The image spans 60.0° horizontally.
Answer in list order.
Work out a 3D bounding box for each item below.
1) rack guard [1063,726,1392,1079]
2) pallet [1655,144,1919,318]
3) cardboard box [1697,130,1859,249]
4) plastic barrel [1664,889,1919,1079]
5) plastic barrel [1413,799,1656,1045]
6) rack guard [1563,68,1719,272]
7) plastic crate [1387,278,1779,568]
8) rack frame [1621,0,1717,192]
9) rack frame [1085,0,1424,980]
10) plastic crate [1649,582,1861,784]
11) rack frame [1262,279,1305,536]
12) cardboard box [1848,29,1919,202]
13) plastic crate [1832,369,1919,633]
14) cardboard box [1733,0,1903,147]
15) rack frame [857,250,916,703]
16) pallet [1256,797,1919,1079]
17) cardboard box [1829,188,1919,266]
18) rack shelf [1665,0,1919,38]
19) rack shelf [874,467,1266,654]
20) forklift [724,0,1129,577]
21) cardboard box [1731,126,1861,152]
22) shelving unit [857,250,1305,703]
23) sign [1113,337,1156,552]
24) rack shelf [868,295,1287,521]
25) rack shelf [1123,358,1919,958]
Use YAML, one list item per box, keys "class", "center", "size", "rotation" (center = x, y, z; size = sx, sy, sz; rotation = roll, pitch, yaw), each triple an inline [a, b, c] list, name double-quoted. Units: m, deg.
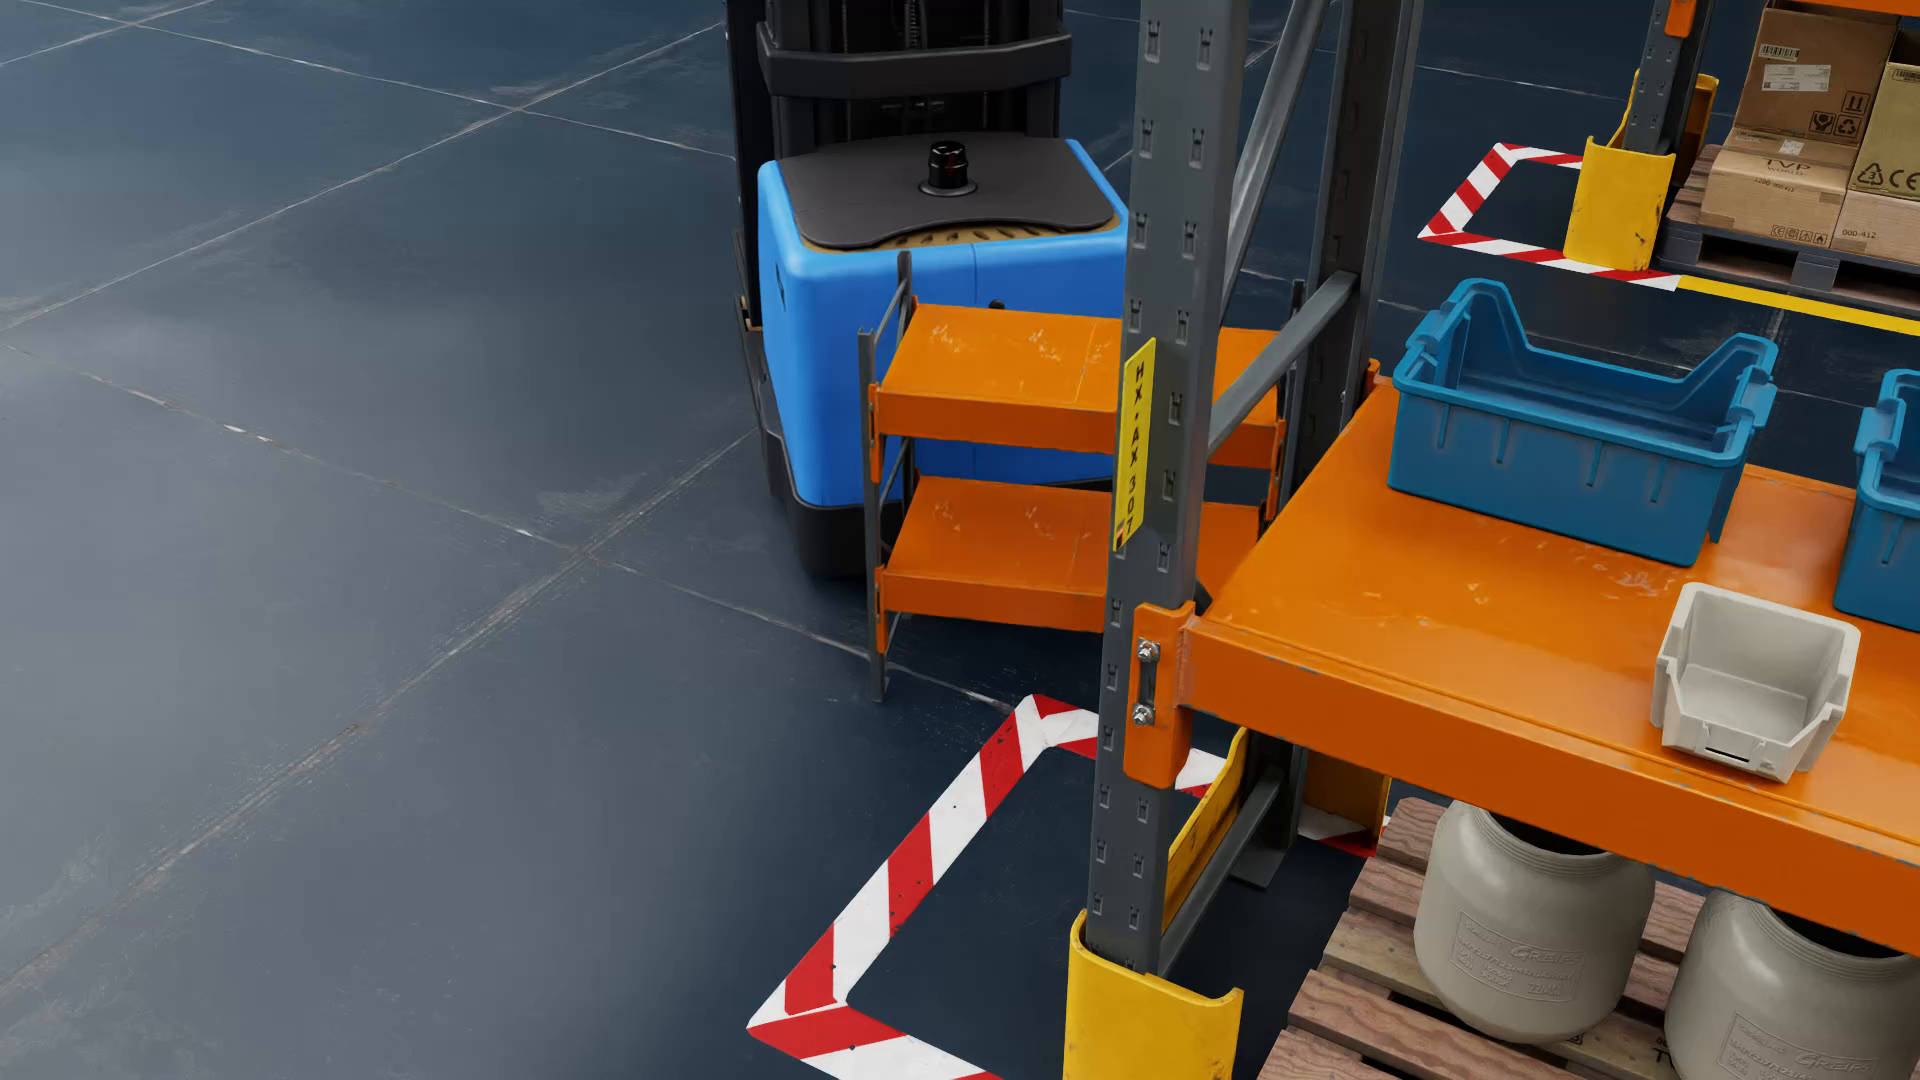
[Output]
- class: "rack guard"
  center: [0.628, 0.750, 3.672]
  size: [0.348, 0.500, 1.175]
  rotation: [18, 37, 24]
- class: "pallet"
  center: [3.685, -1.320, 7.042]
  size: [1.213, 0.211, 1.003]
  rotation: [18, 37, 24]
- class: "cardboard box"
  center: [3.355, -1.447, 6.818]
  size: [0.500, 0.250, 0.500]
  rotation: [18, 37, 24]
- class: "plastic barrel"
  center: [1.583, 0.854, 3.126]
  size: [0.421, 0.512, 0.421]
  rotation: [0, 34, 0]
- class: "plastic barrel"
  center: [1.148, 0.717, 3.333]
  size: [0.421, 0.512, 0.421]
  rotation: [0, 34, 0]
- class: "rack guard"
  center: [2.979, -1.637, 7.257]
  size: [0.348, 0.500, 1.175]
  rotation: [18, 37, 24]
- class: "plastic crate"
  center: [1.122, -0.233, 3.027]
  size: [0.616, 0.251, 0.499]
  rotation: [18, 37, 24]
- class: "rack frame"
  center: [3.000, -2.671, 6.555]
  size: [0.127, 3.000, 1.000]
  rotation: [18, 37, 24]
- class: "rack frame"
  center: [0.539, -0.288, 2.977]
  size: [0.127, 3.000, 1.000]
  rotation: [18, 37, 24]
- class: "plastic crate"
  center: [1.156, 0.222, 2.448]
  size: [0.250, 0.136, 0.298]
  rotation: [18, 37, 24]
- class: "rack frame"
  center: [0.815, -0.057, 4.320]
  size: [0.032, 1.125, 0.500]
  rotation: [6, 34, 8]
- class: "cardboard box"
  center: [3.790, -1.622, 6.405]
  size: [0.500, 0.500, 0.500]
  rotation: [18, 37, 24]
- class: "plastic crate"
  center: [1.683, -0.051, 2.755]
  size: [0.408, 0.251, 0.499]
  rotation: [18, 37, 24]
- class: "cardboard box"
  center: [3.613, -2.009, 6.986]
  size: [0.500, 0.500, 0.500]
  rotation: [18, 37, 24]
- class: "rack frame"
  center: [-0.186, -0.156, 4.470]
  size: [0.032, 1.125, 0.500]
  rotation: [6, 34, 8]
- class: "pallet"
  center: [1.331, 1.097, 3.413]
  size: [1.213, 0.211, 1.003]
  rotation: [18, 37, 24]
- class: "cardboard box"
  center: [3.791, -1.311, 6.614]
  size: [0.500, 0.250, 0.500]
  rotation: [18, 37, 24]
- class: "rack shelf"
  center: [4.736, -1.821, 5.928]
  size: [4.000, 0.370, 1.077]
  rotation: [18, 37, 24]
- class: "rack shelf"
  center: [0.315, 0.097, 4.531]
  size: [1.000, 0.278, 0.538]
  rotation: [6, 34, 8]
- class: "forklift"
  center: [-0.257, -1.920, 5.488]
  size: [1.130, 2.935, 3.031]
  rotation: [-6, 34, -10]
- class: "cardboard box"
  center: [3.612, -1.696, 7.192]
  size: [0.500, 0.250, 0.500]
  rotation: [18, 37, 24]
- class: "shelving unit"
  center: [0.315, -0.107, 4.395]
  size: [1.048, 1.125, 0.538]
  rotation: [6, 34, 8]
- class: "sign"
  center: [0.262, -0.140, 2.504]
  size: [0.005, 0.325, 0.100]
  rotation: [18, 37, 24]
- class: "rack shelf"
  center: [0.315, -0.350, 4.233]
  size: [1.000, 0.278, 0.538]
  rotation: [6, 34, 8]
- class: "rack shelf"
  center: [2.275, 0.561, 2.350]
  size: [4.000, 0.370, 1.077]
  rotation: [18, 37, 24]
